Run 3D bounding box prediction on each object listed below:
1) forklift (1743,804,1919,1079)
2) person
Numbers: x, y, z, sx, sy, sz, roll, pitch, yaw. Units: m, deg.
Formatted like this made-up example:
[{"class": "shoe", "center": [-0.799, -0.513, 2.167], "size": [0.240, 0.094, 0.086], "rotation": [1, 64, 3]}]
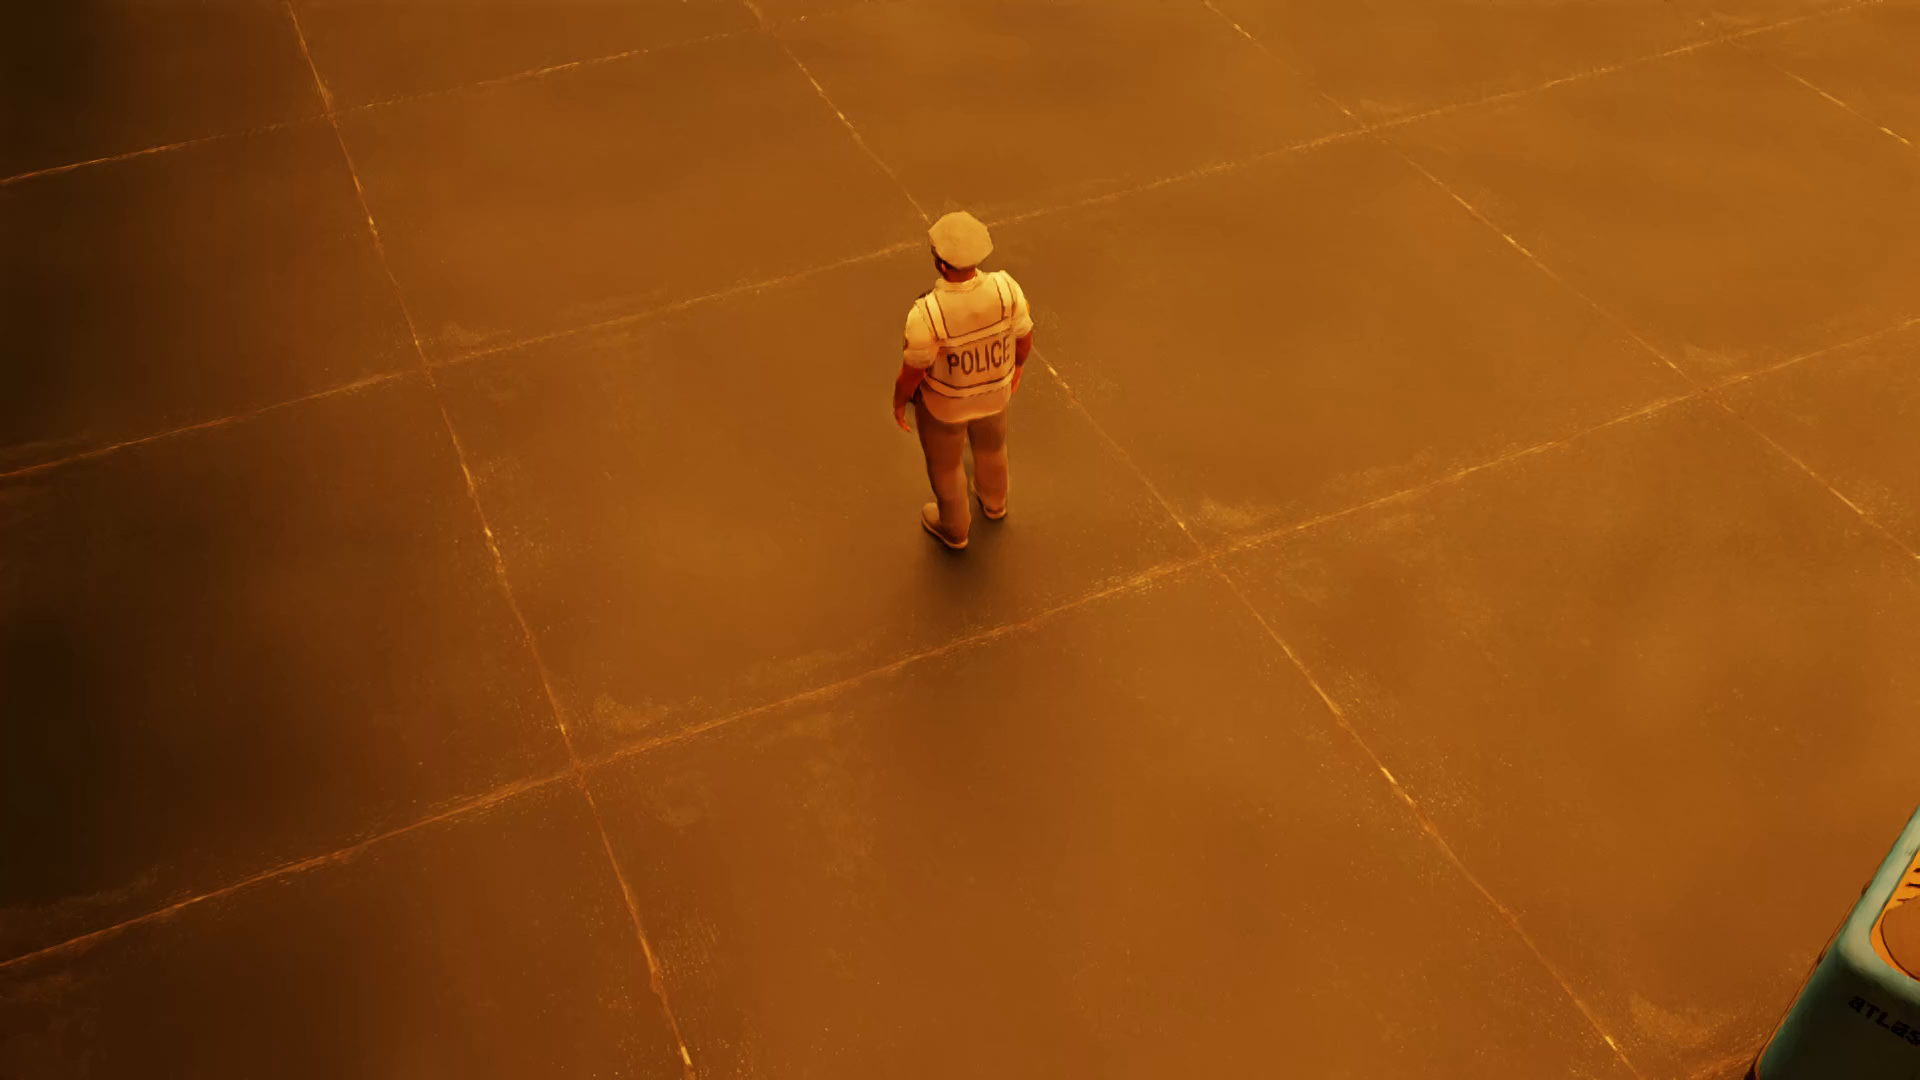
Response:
[{"class": "forklift", "center": [4.050, 1.363, 4.220], "size": [3.031, 2.935, 1.130], "rotation": [32, 52, 30]}, {"class": "person", "center": [-0.022, -0.709, 7.270], "size": [0.640, 1.781, 0.574], "rotation": [-18, 46, -18]}]
